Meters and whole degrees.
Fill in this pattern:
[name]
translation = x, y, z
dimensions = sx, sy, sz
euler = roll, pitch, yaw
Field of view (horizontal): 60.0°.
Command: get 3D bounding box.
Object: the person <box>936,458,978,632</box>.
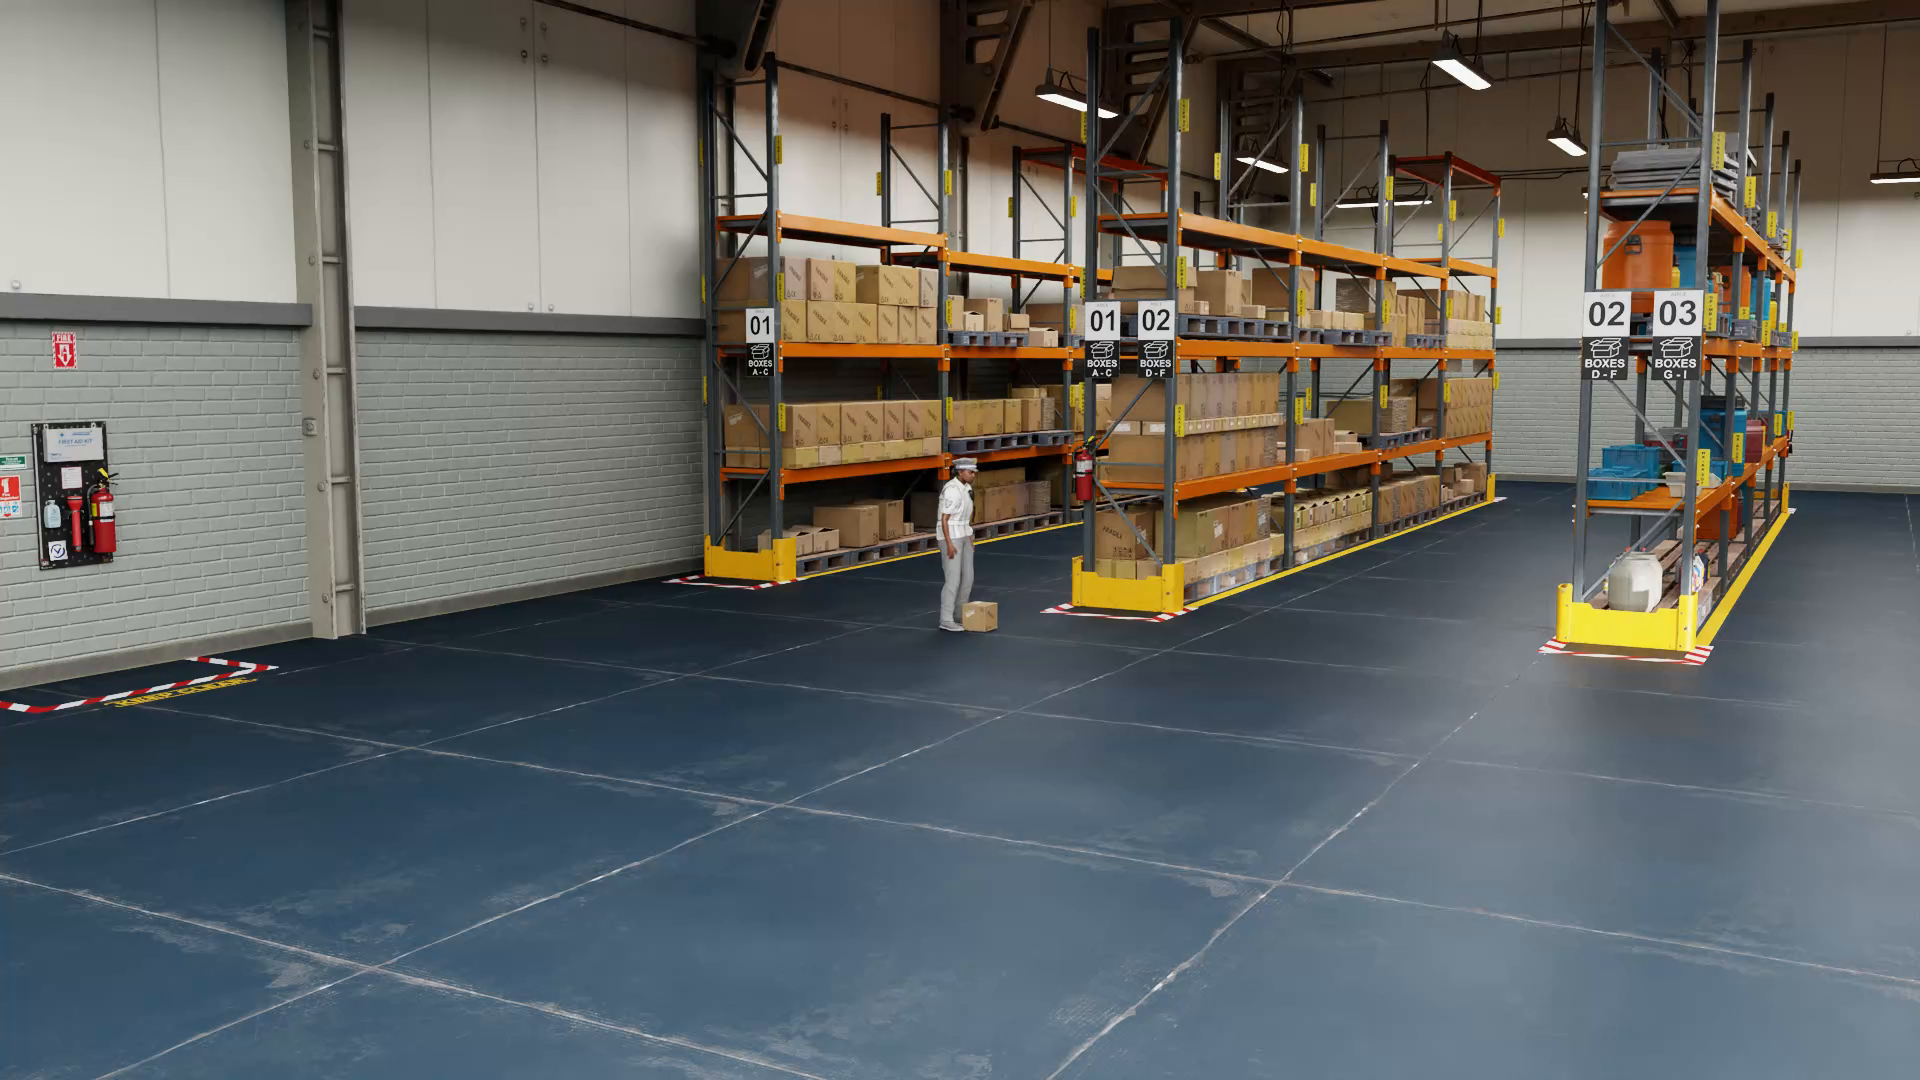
[person]
translation = -0.018, 0.029, 16.098
dimensions = 0.395, 1.659, 0.508
euler = 3, 7, 29
